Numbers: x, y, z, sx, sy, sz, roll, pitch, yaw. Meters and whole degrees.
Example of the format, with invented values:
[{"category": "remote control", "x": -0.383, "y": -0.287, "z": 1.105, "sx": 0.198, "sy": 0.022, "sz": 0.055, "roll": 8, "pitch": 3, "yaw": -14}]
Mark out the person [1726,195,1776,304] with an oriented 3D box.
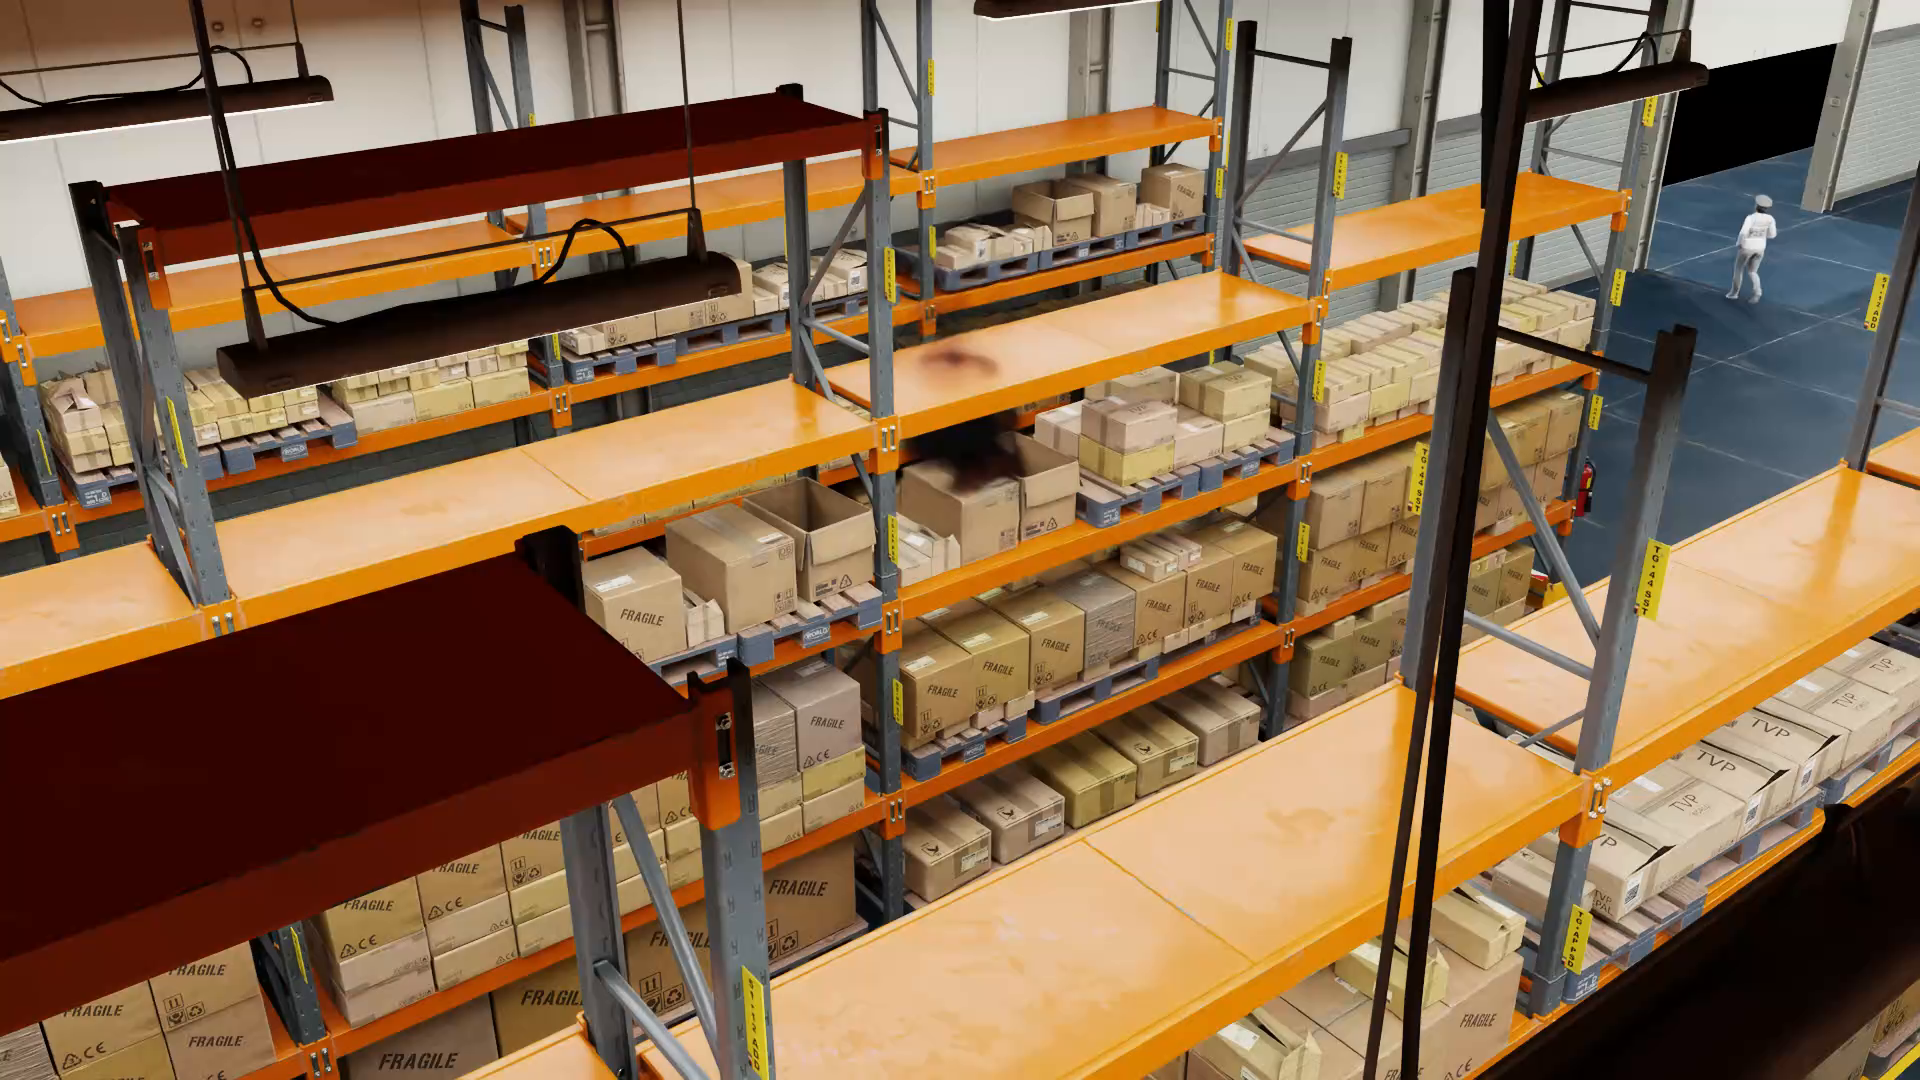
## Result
[{"category": "person", "x": 11.941, "y": -4.360, "z": 25.086, "sx": 0.616, "sy": 1.692, "sz": 0.901, "roll": 1, "pitch": 26, "yaw": 2}]
